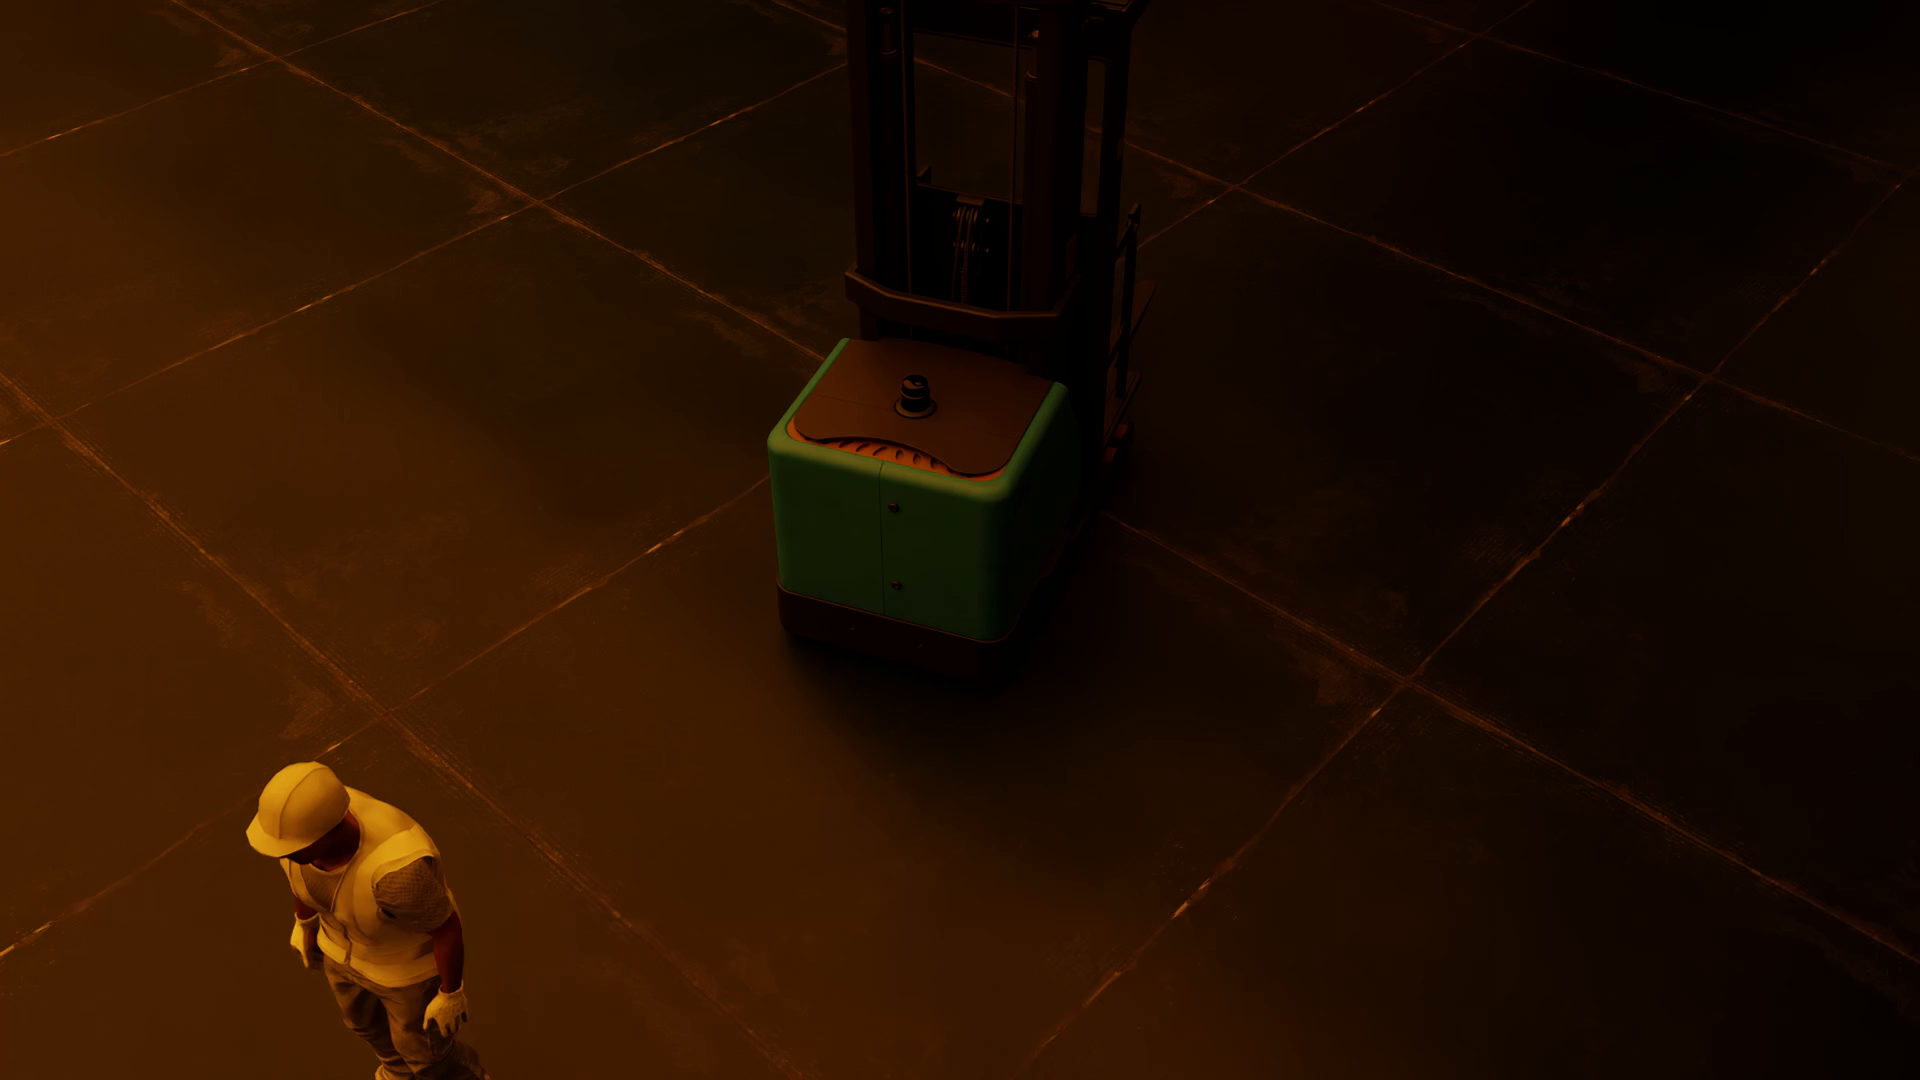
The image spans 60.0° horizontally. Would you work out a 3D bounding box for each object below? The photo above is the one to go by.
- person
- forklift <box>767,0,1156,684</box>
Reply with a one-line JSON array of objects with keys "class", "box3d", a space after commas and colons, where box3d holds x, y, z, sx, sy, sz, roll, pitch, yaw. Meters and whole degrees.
[{"class": "person", "box3d": [-1.704, 1.230, 4.887, 0.624, 1.773, 0.451, 19, 44, 21]}, {"class": "forklift", "box3d": [0.211, -1.484, 7.158, 1.130, 2.935, 3.031, 14, 42, 15]}]
